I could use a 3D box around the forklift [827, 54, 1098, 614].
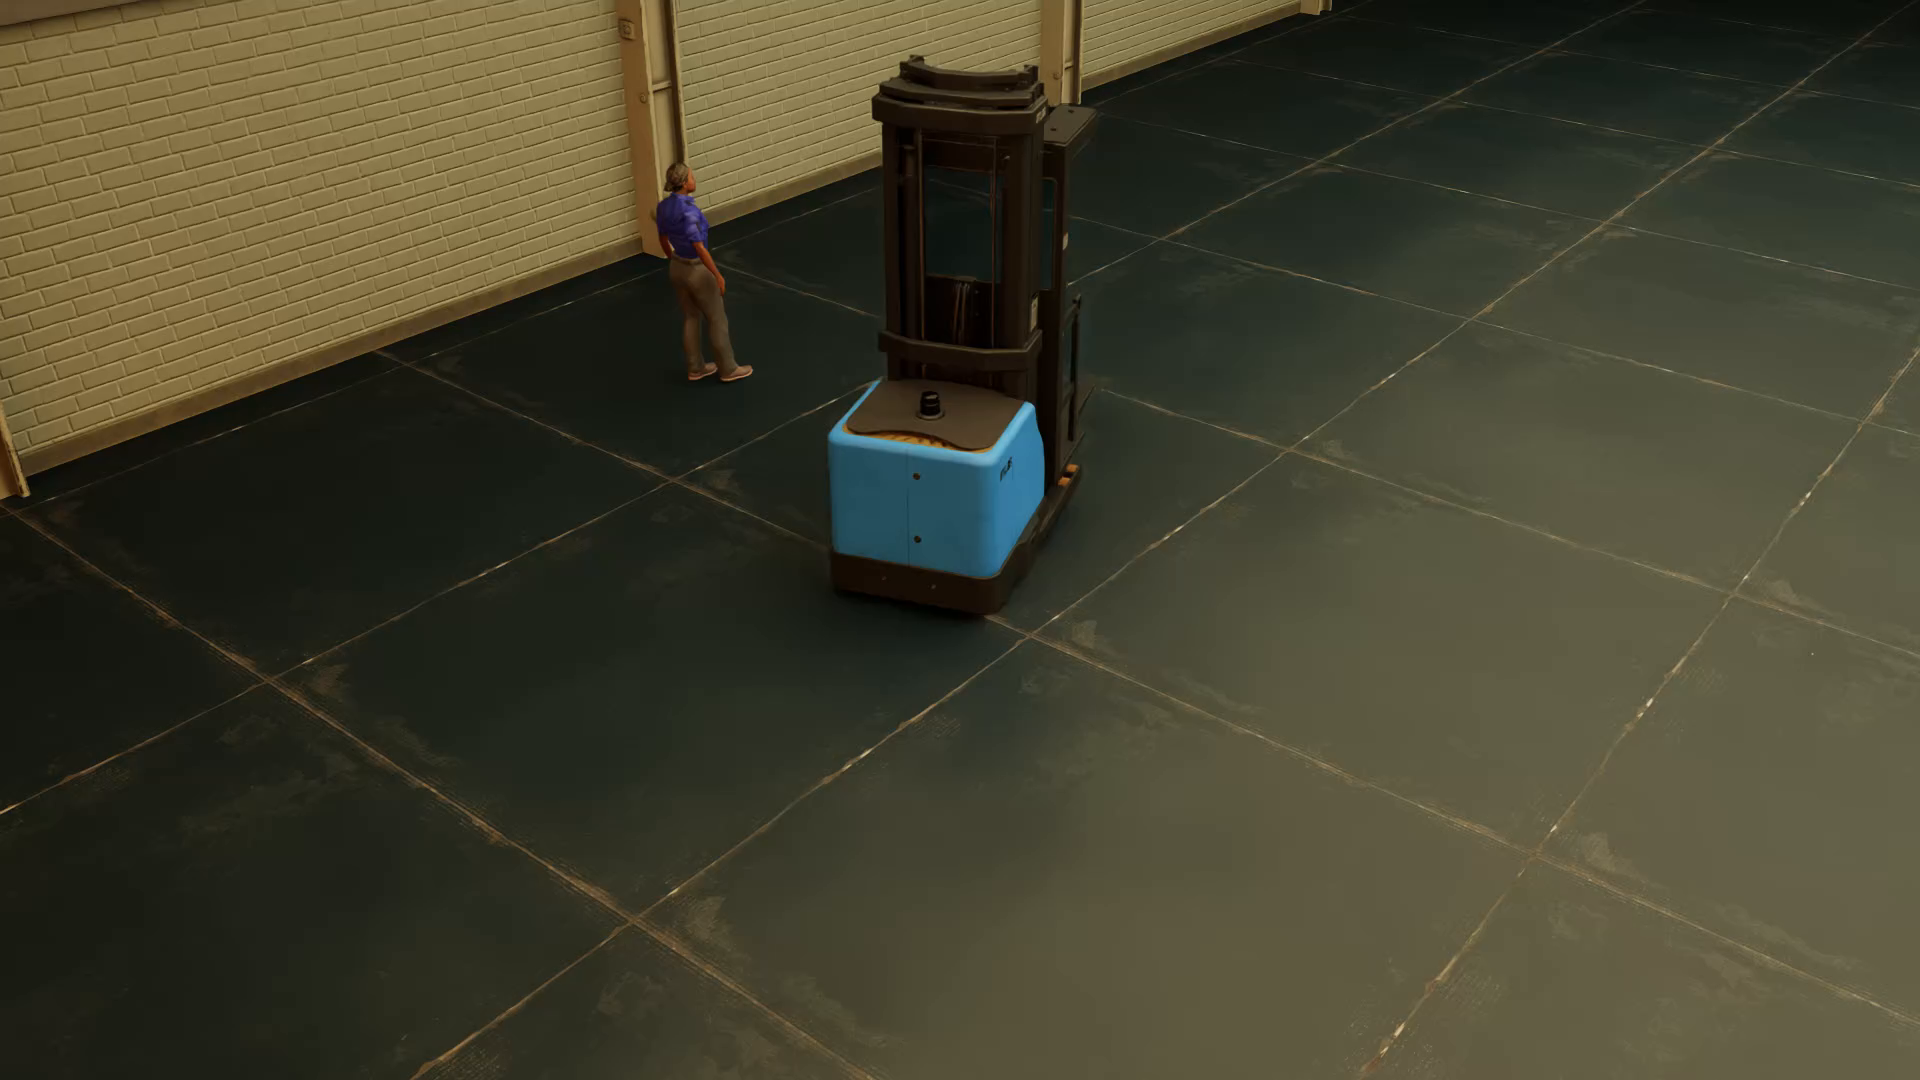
[{"bbox_3d":[0.181,-1.569,10.280,1.130,2.935,3.031,10,32,16],"label":"forklift"}]

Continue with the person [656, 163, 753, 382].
[{"bbox_3d":[-1.896,-1.973,12.234,0.586,1.660,0.491,24,38,35],"label":"person"}]
